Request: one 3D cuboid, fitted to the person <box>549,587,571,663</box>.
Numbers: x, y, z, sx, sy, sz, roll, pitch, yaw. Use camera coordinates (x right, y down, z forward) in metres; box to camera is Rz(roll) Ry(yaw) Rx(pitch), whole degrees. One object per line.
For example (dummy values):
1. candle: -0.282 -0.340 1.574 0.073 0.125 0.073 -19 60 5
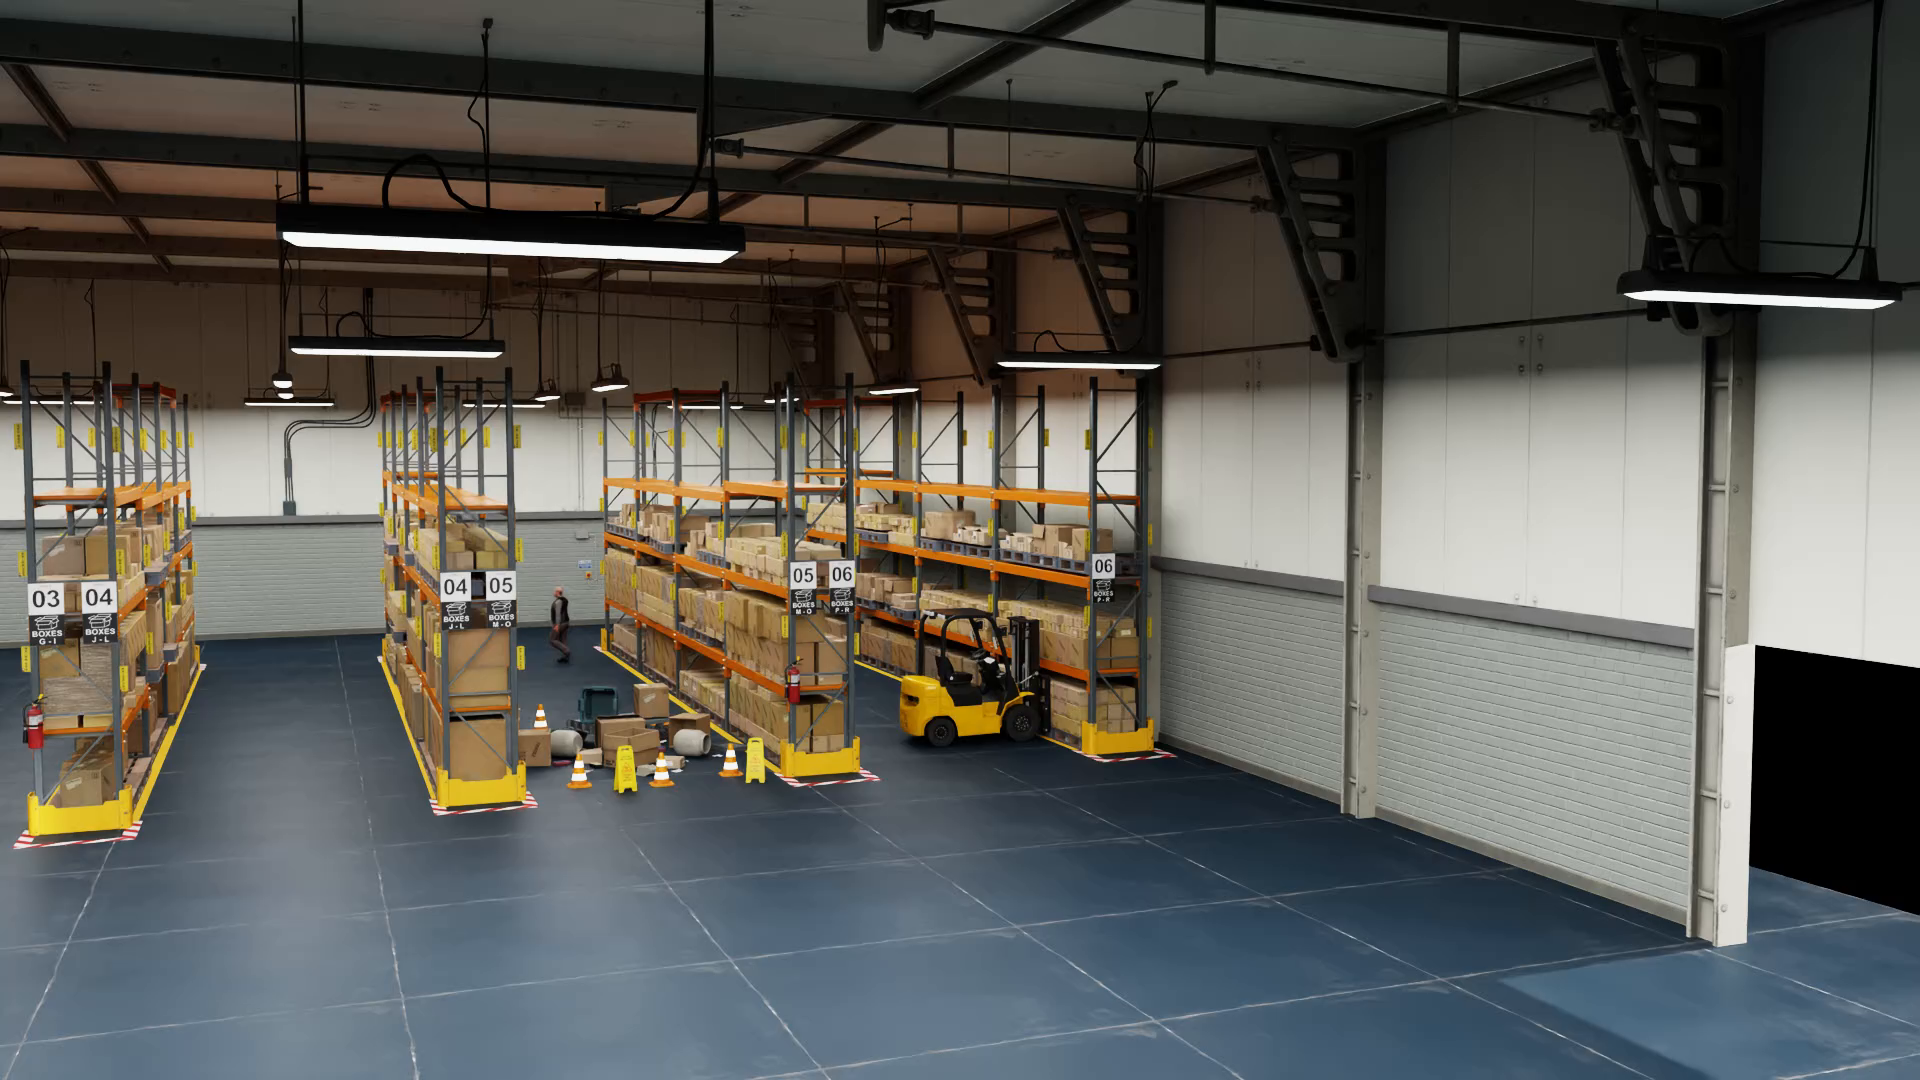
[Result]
1. person: -8.903 1.896 37.199 0.499 1.717 0.578 0 3 7
